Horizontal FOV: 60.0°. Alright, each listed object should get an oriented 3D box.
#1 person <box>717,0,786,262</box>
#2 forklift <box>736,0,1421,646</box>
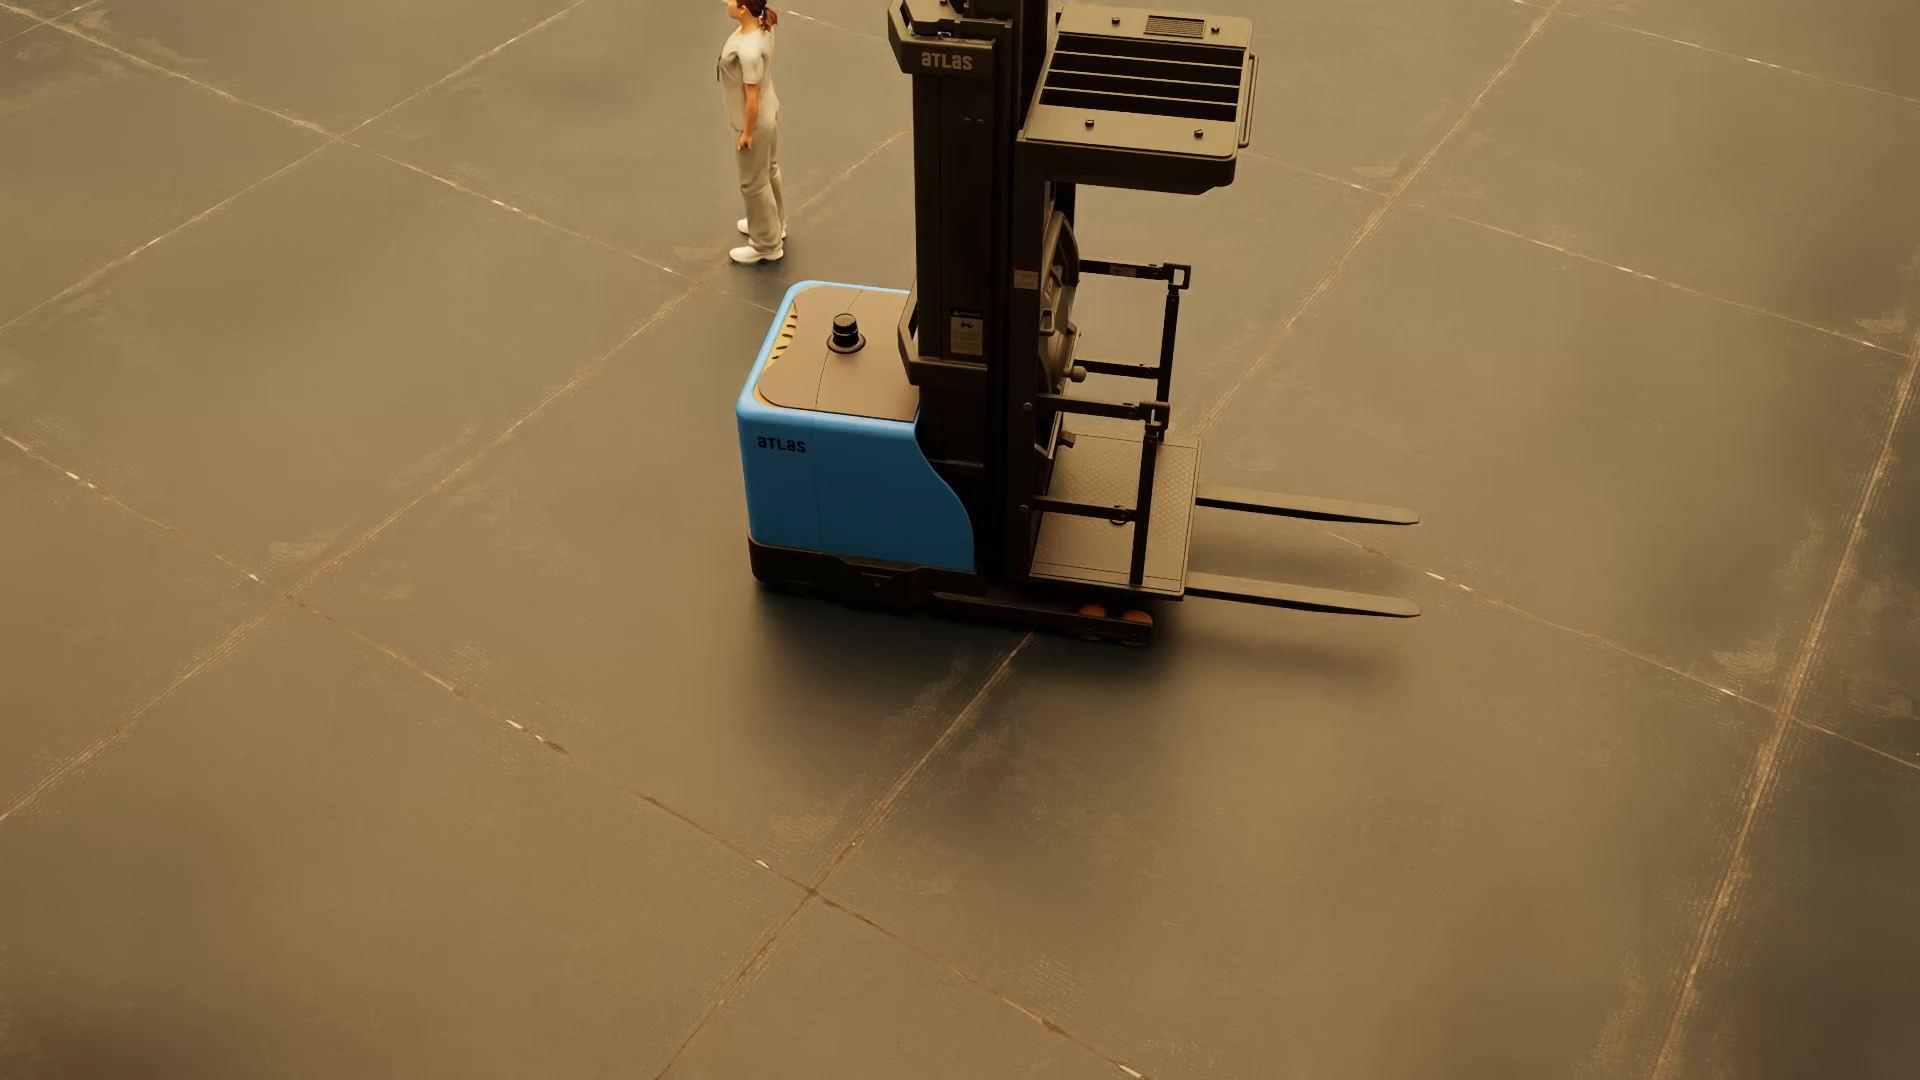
[{"bbox_3d":[-1.146,-2.329,9.222,0.390,1.671,0.431,3,44,3],"label":"person"},{"bbox_3d":[0.598,-0.987,6.890,3.031,2.935,1.130,7,44,8],"label":"forklift"}]
